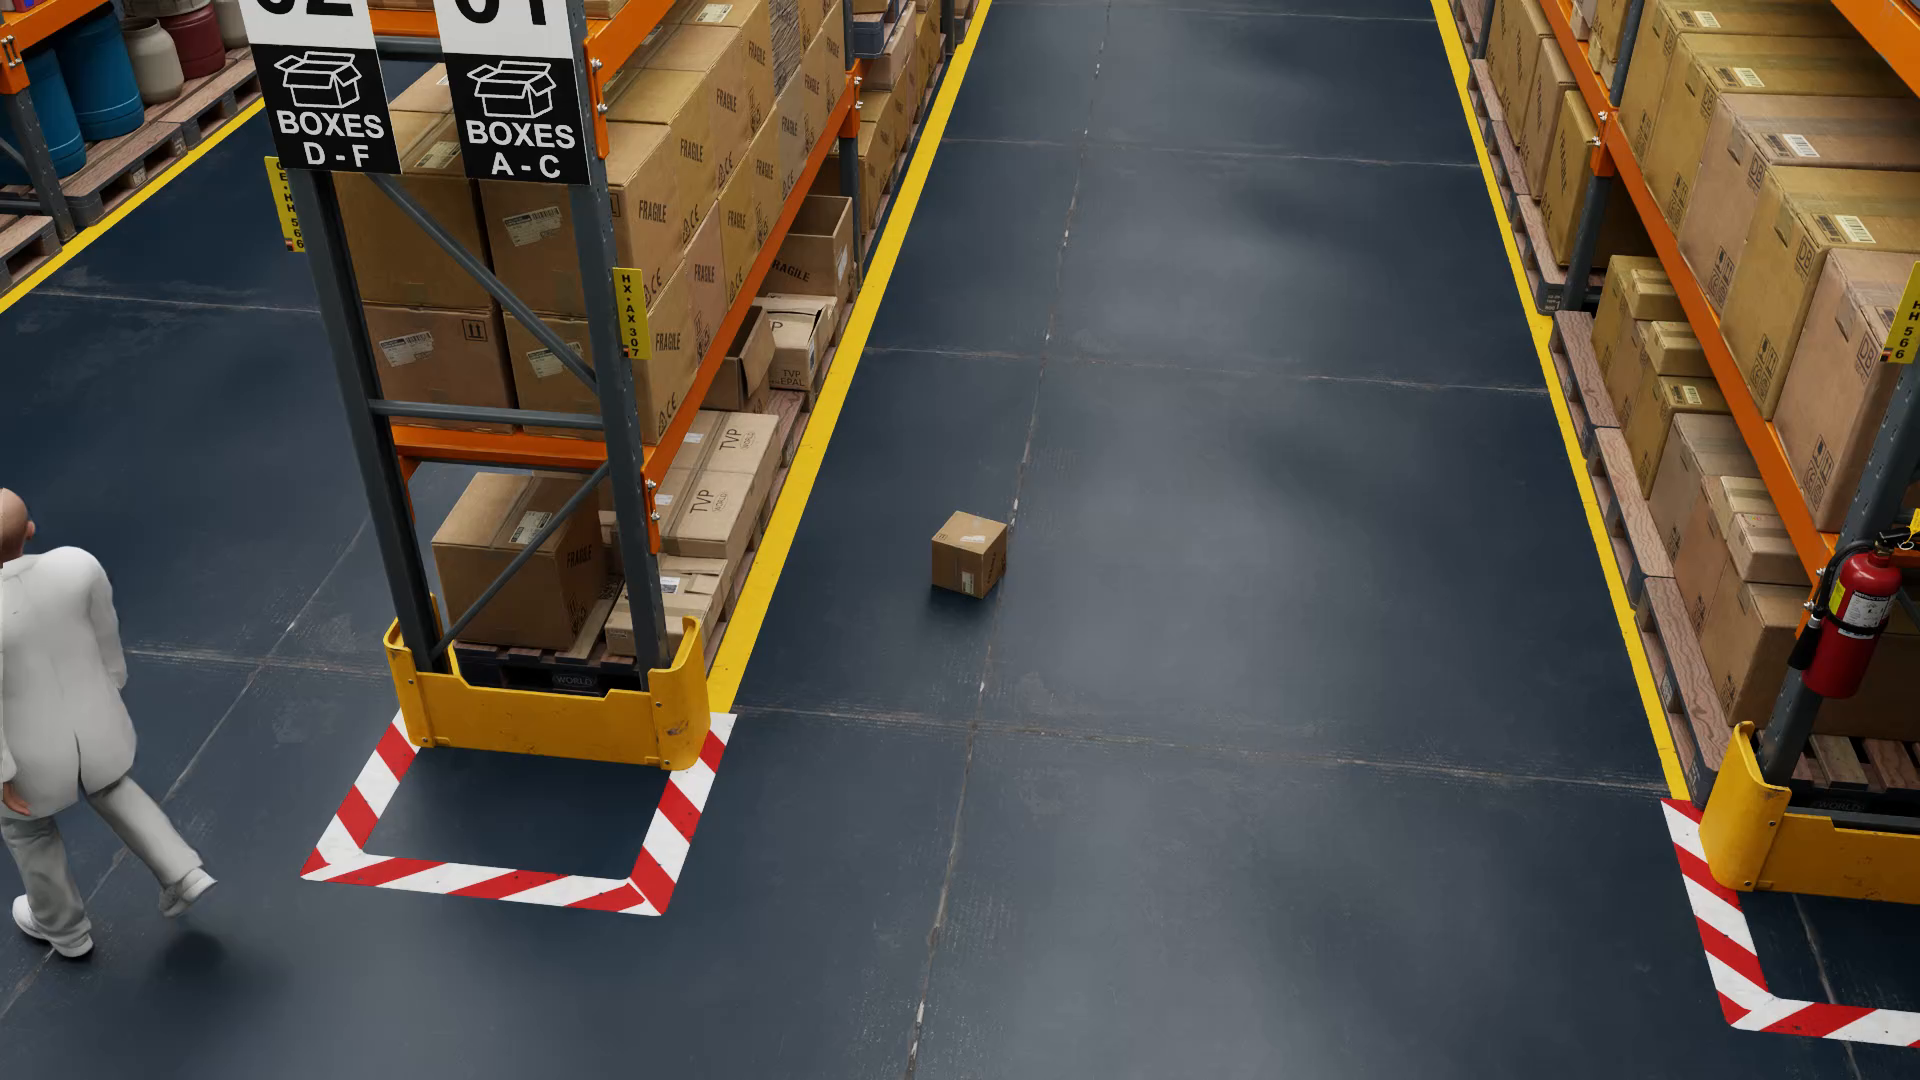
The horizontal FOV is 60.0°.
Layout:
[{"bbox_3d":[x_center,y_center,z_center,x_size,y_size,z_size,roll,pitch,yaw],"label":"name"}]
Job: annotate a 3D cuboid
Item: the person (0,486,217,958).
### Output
[{"bbox_3d":[-2.860,0.605,5.298,0.761,1.748,0.580,21,40,26],"label":"person"}]
